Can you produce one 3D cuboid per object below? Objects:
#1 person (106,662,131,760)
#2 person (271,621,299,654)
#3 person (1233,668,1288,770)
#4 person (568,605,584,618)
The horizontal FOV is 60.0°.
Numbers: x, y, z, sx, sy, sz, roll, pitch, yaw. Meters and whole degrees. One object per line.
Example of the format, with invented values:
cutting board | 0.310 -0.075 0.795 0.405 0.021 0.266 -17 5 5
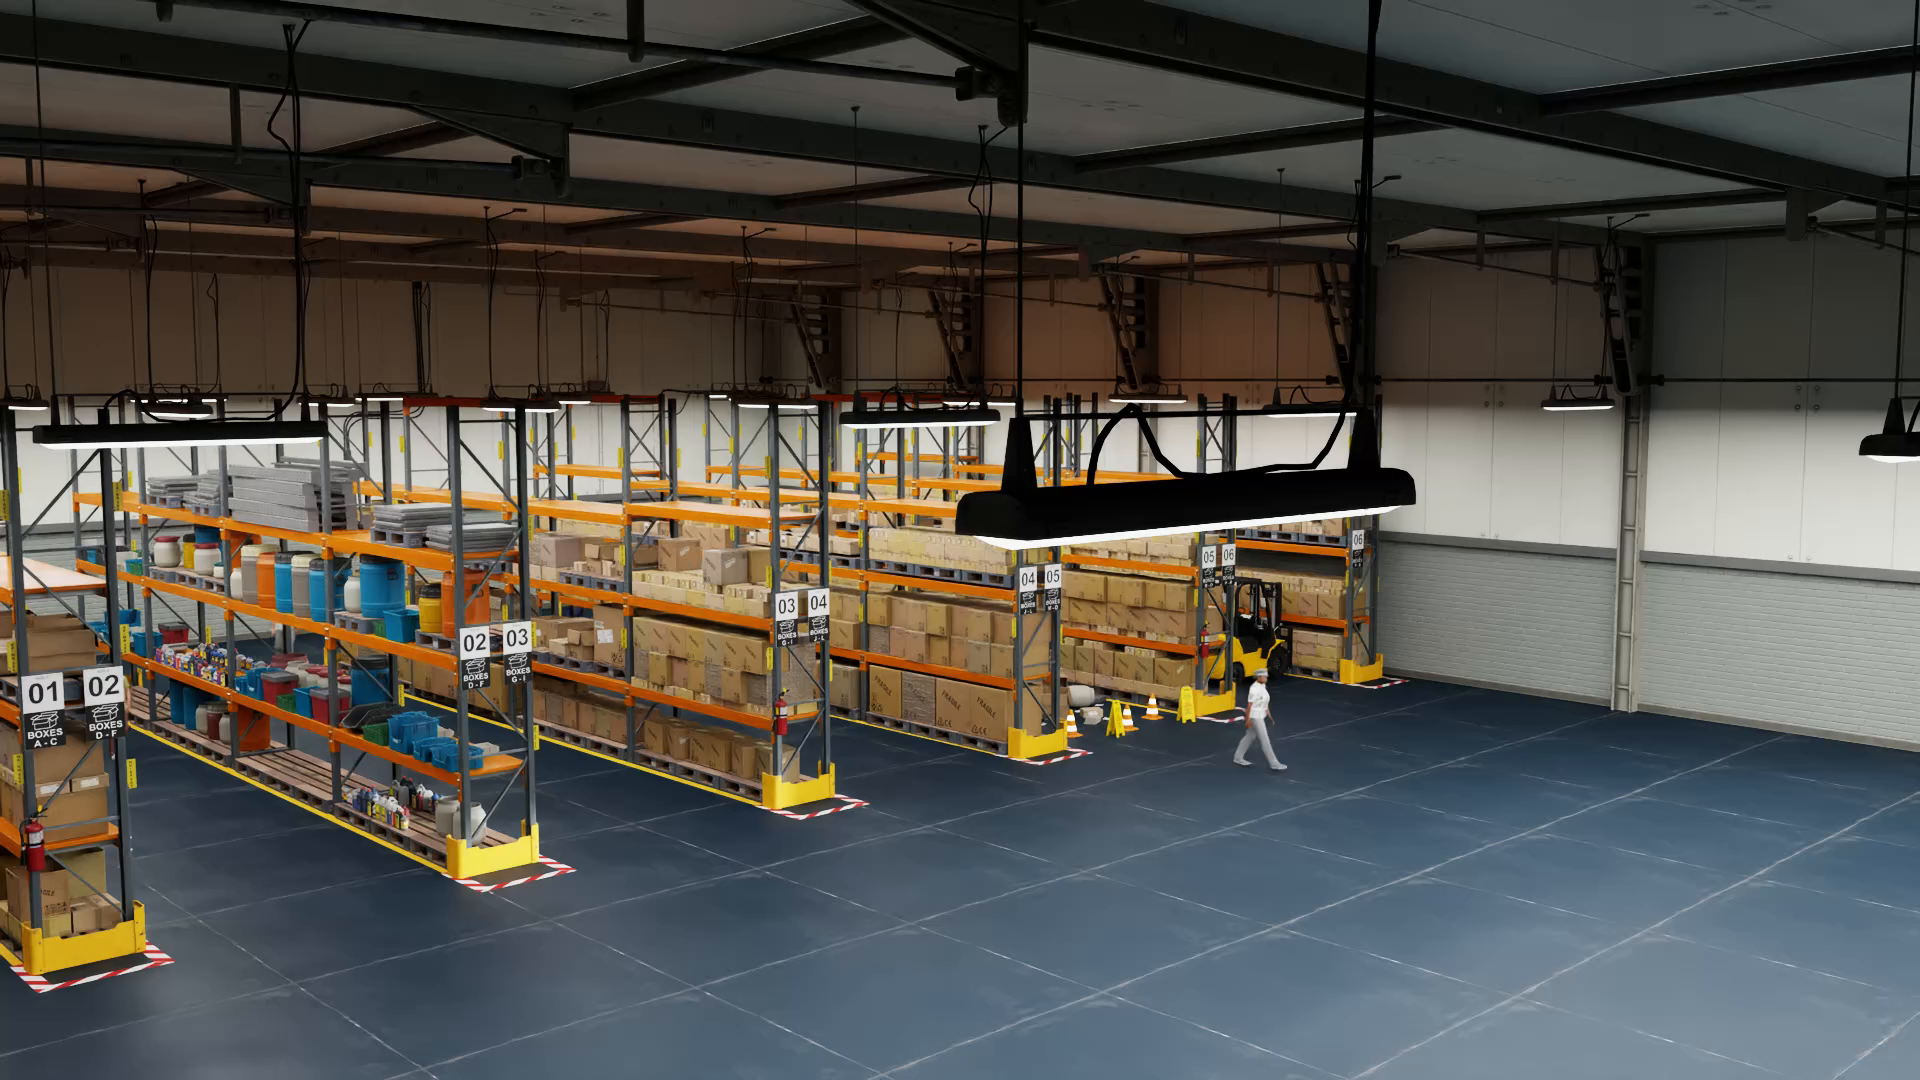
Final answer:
person | -14.210 2.830 27.883 0.547 1.647 0.580 -5 8 -43
person | -14.784 1.939 36.452 0.543 1.731 0.875 -1 6 -9
person | 4.902 2.886 27.022 0.960 1.626 0.503 2 6 23
person | -9.537 1.496 41.560 0.486 1.633 0.644 3 6 29
